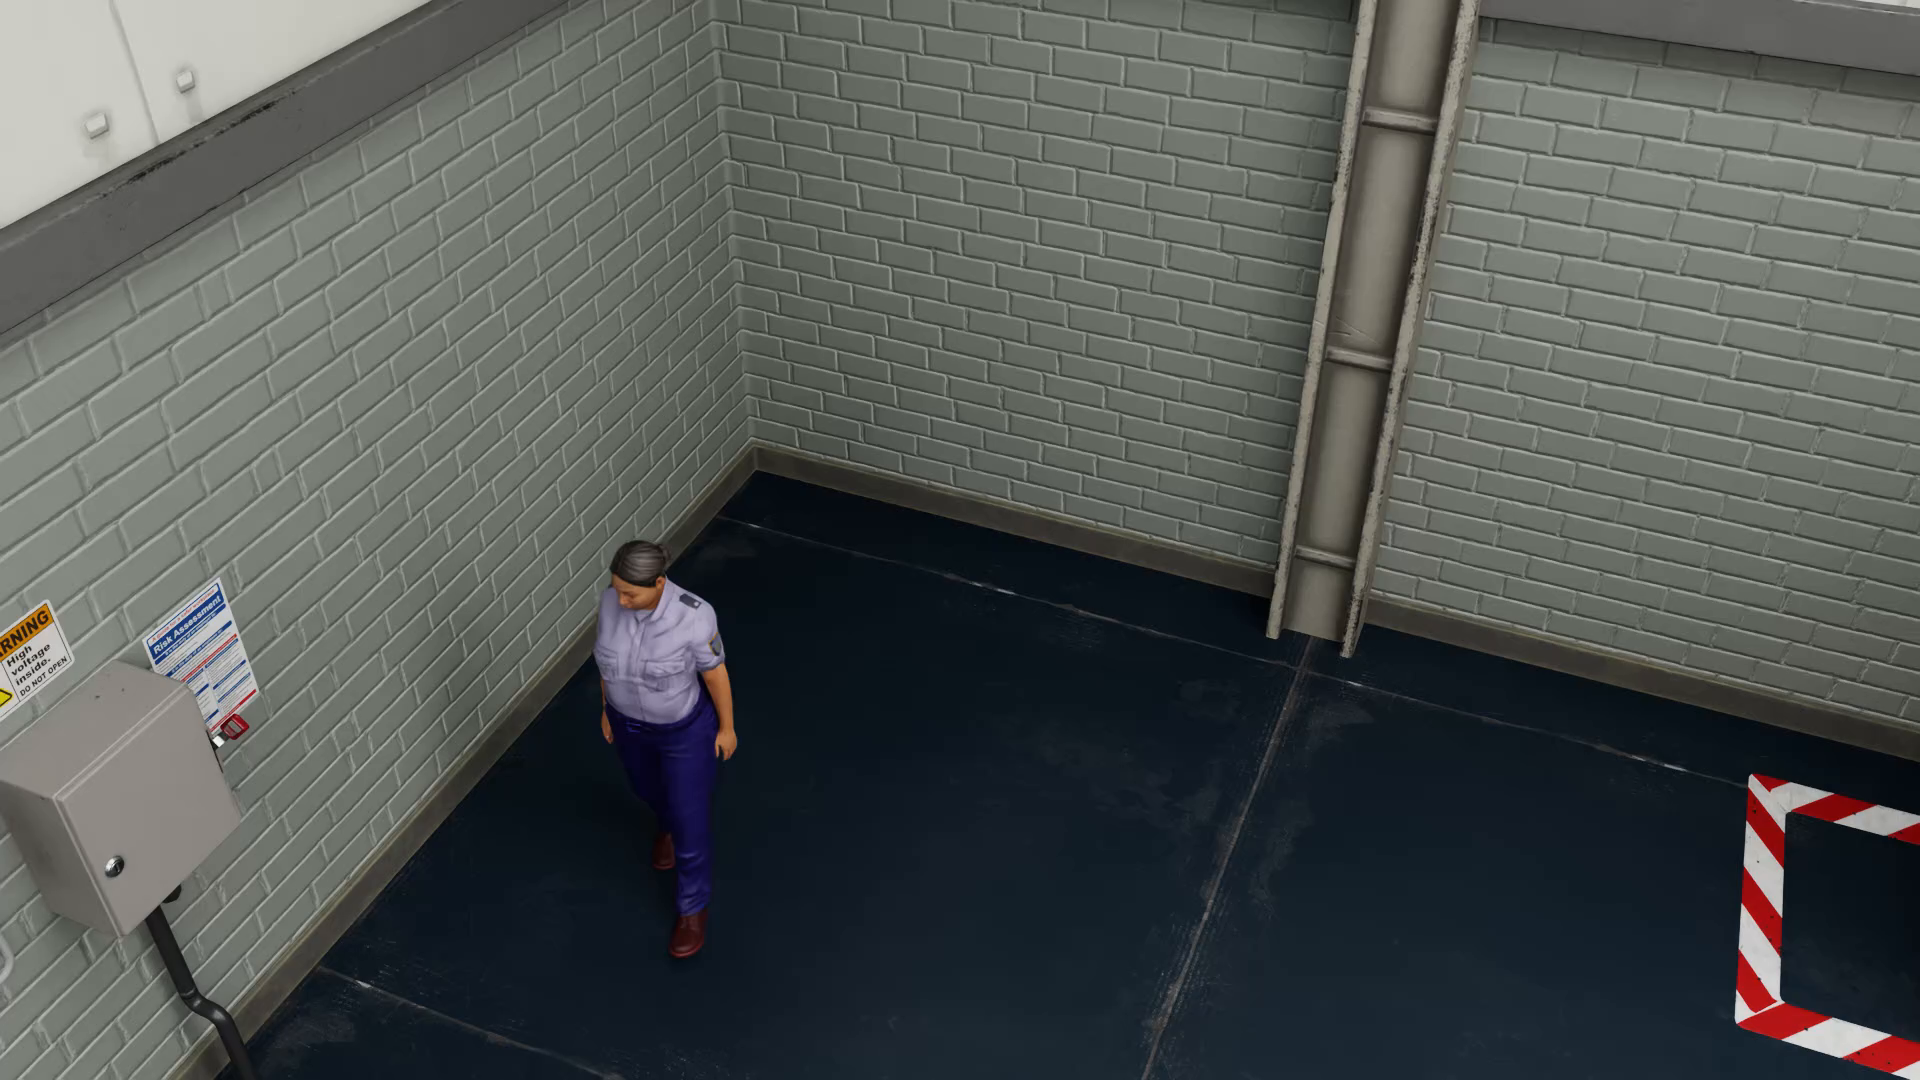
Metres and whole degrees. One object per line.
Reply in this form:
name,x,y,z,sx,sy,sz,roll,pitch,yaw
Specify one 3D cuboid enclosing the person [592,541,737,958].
person,-1.085,0.697,5.921,0.507,1.634,0.680,12,39,15
